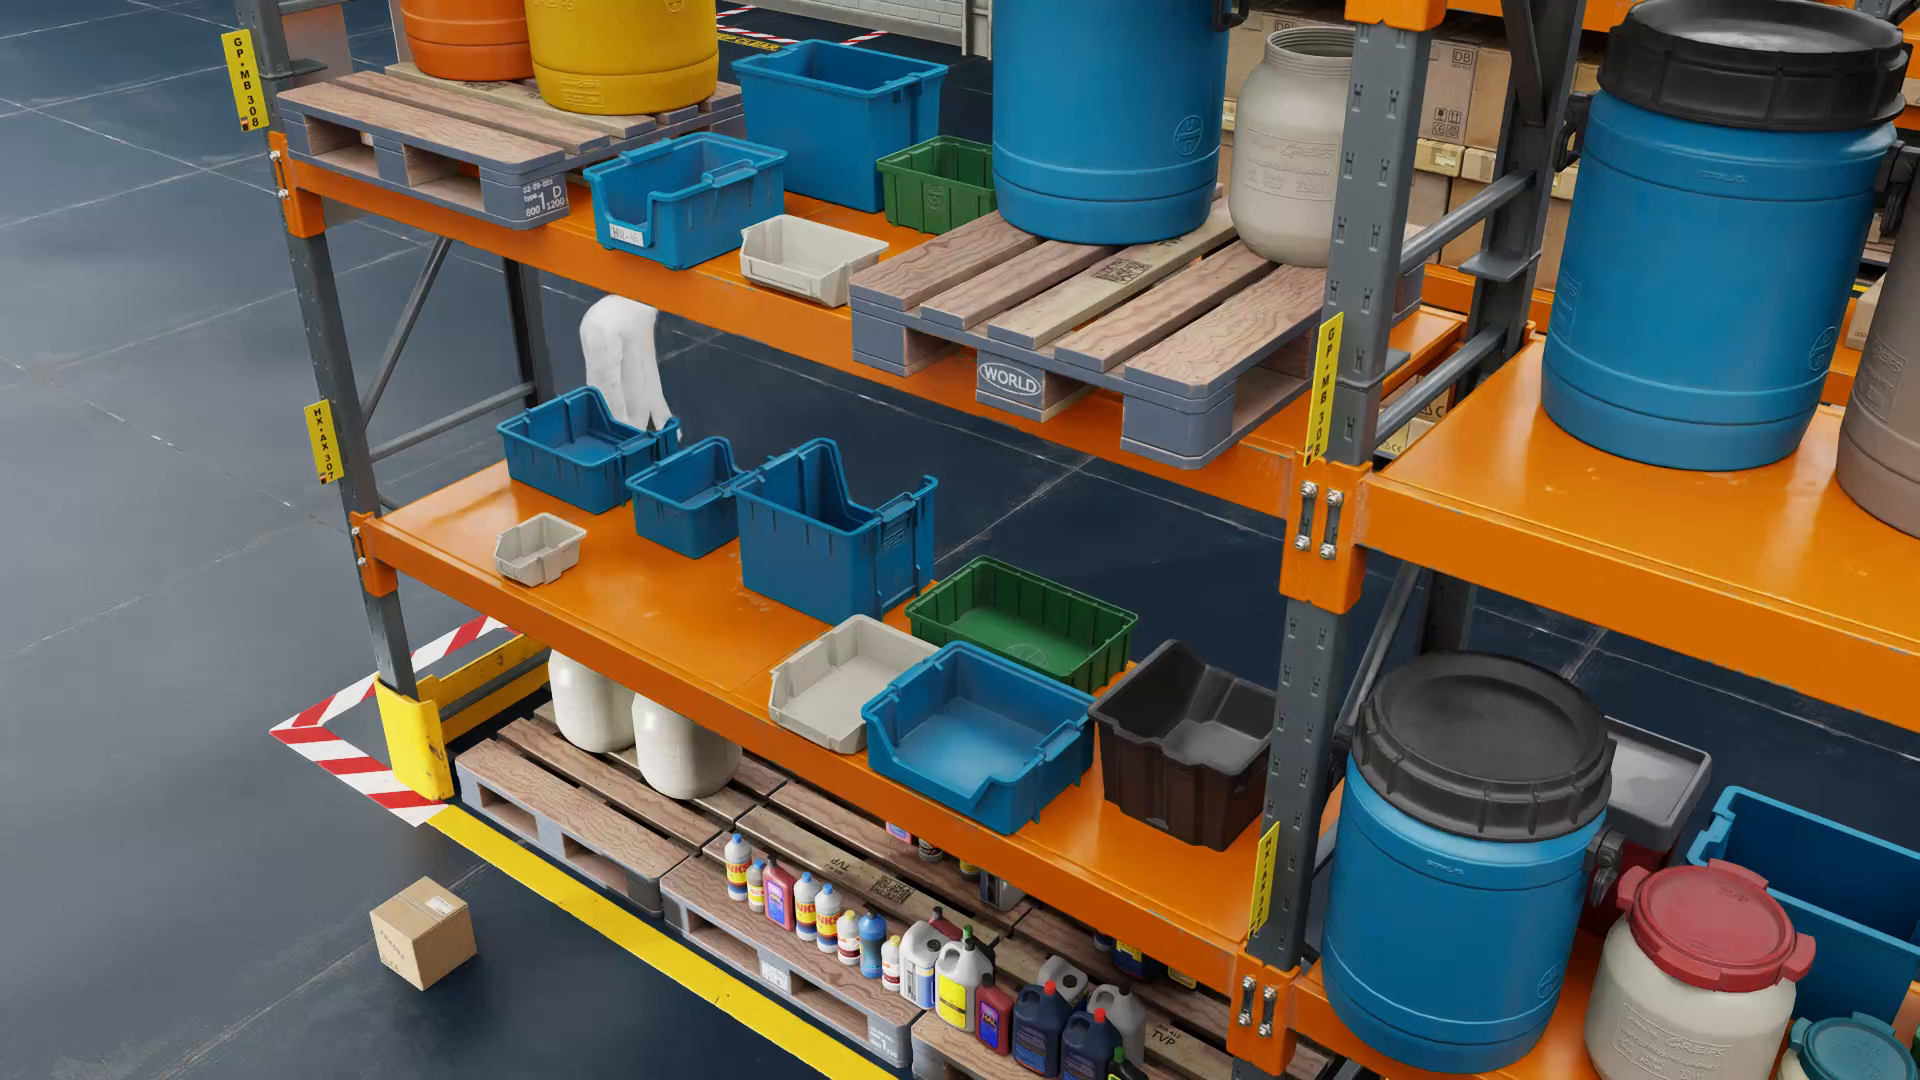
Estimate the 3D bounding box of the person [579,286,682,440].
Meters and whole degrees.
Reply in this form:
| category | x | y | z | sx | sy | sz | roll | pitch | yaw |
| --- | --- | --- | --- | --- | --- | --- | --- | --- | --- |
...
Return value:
| category | x | y | z | sx | sy | sz | roll | pitch | yaw |
| --- | --- | --- | --- | --- | --- | --- | --- | --- | --- |
| person | -1.671 | -0.663 | 8.280 | 1.150 | 1.722 | 0.580 | 15 | 34 | 24 |
